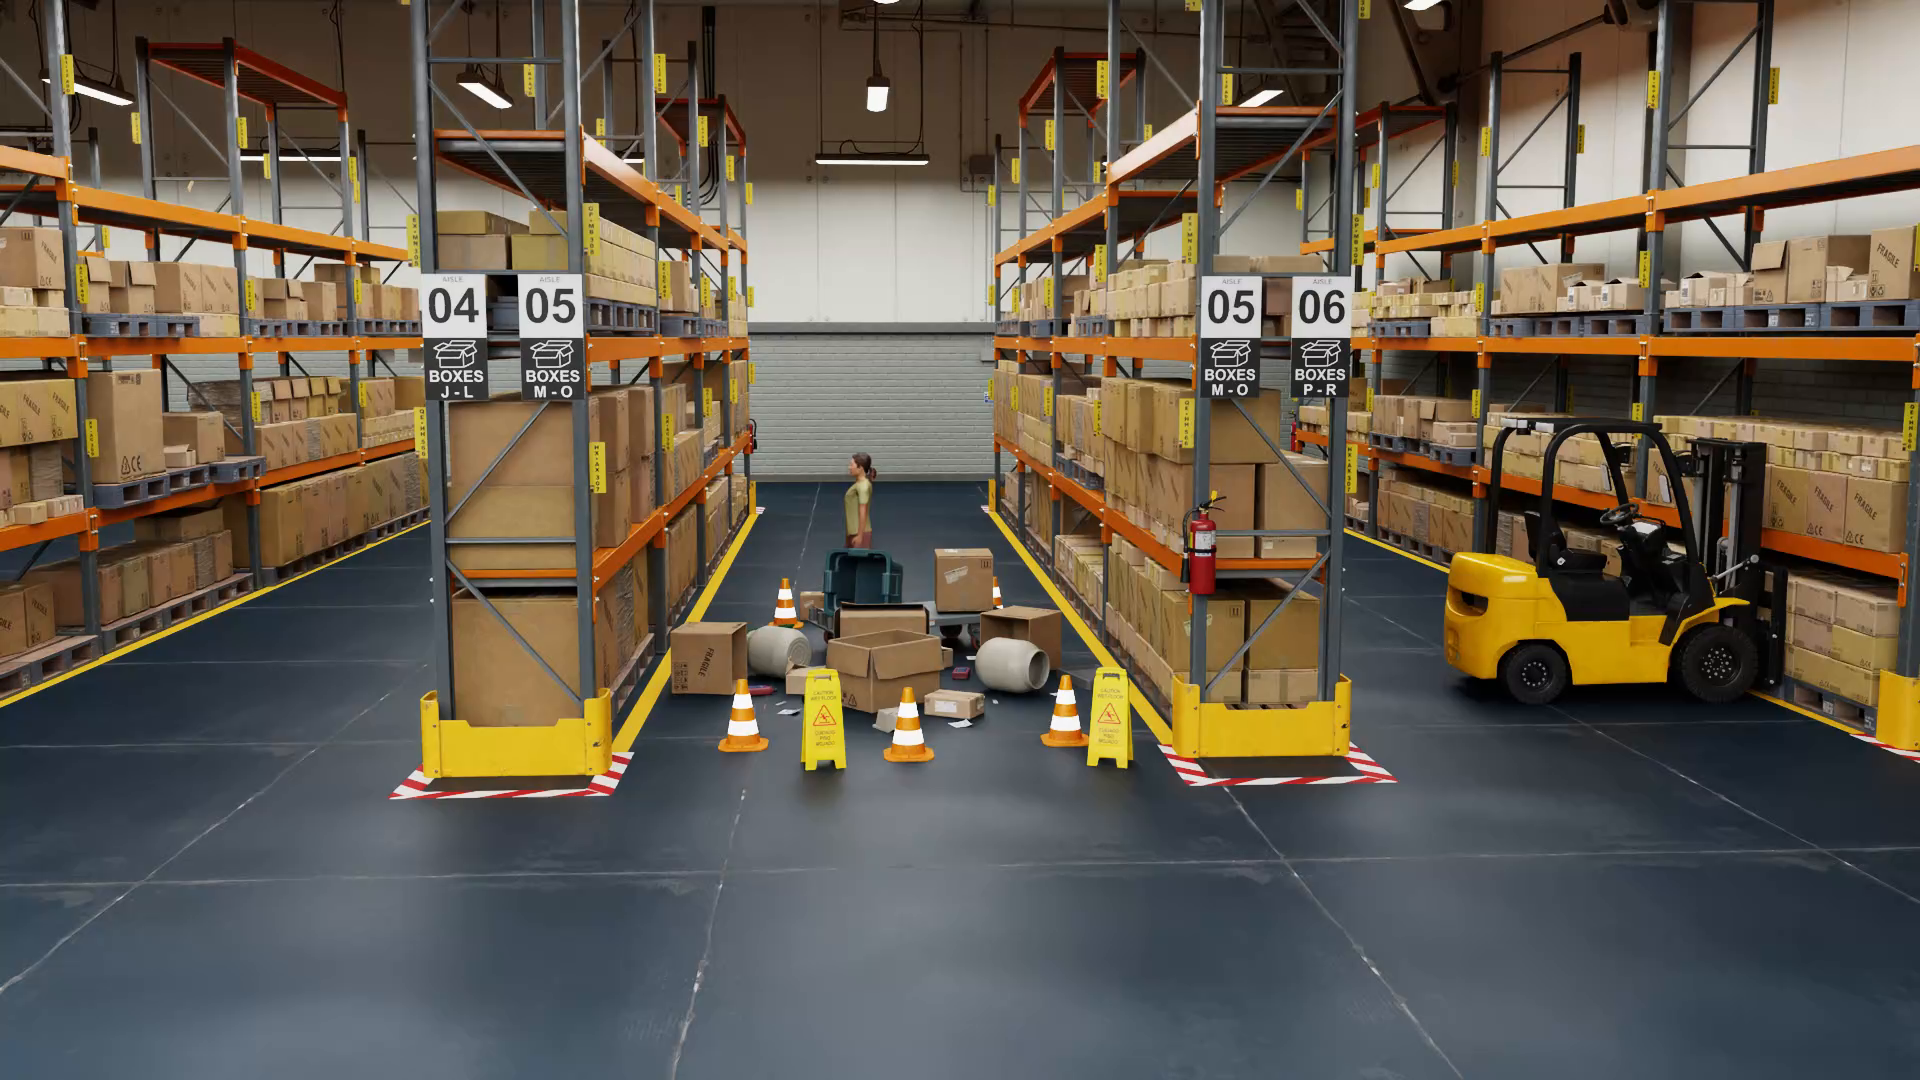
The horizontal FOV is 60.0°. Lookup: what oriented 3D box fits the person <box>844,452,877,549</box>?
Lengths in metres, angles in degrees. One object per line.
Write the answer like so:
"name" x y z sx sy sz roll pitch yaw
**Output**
"person" -1.062 -0.043 16.655 0.479 1.669 0.441 0 7 -3
